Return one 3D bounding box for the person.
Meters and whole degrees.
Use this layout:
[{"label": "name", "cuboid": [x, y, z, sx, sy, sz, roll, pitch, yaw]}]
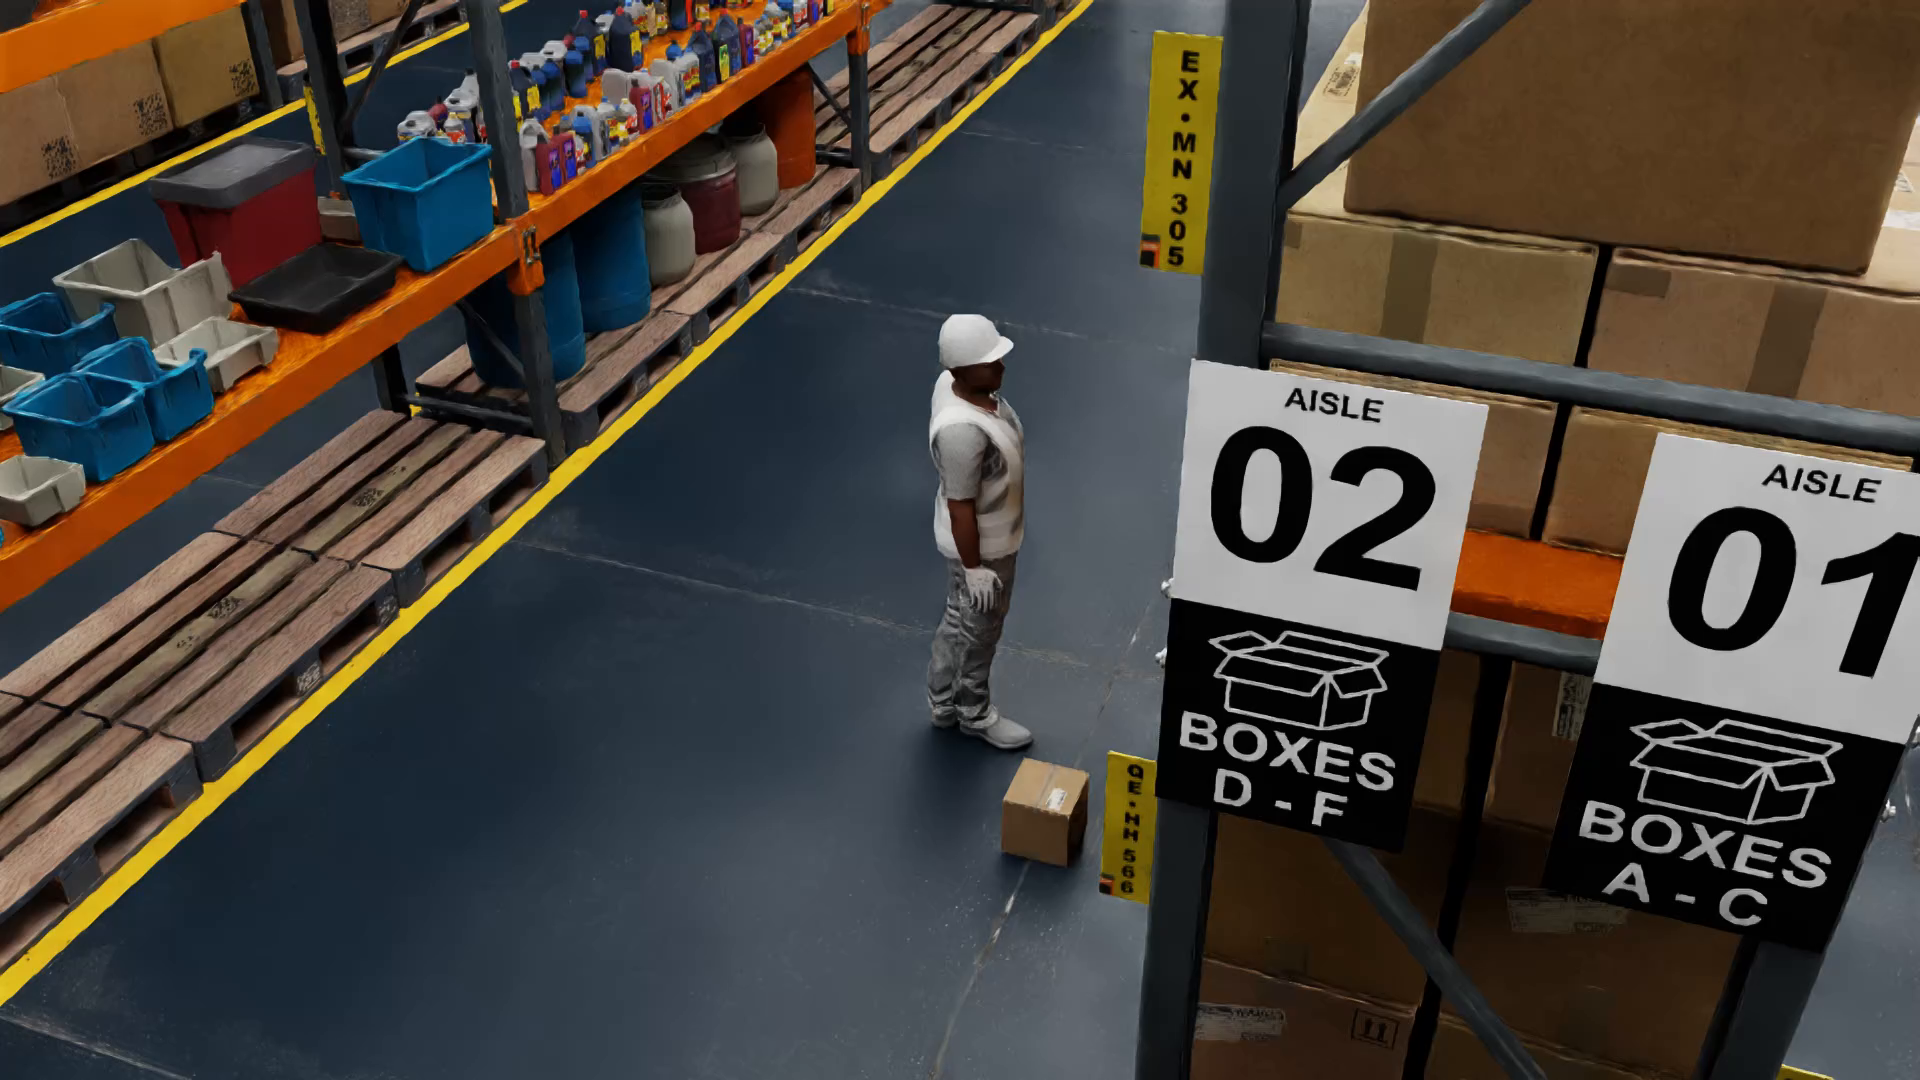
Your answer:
[{"label": "person", "cuboid": [0.076, -0.027, 6.142, 0.410, 1.788, 0.601, -1, 33, -2]}]
